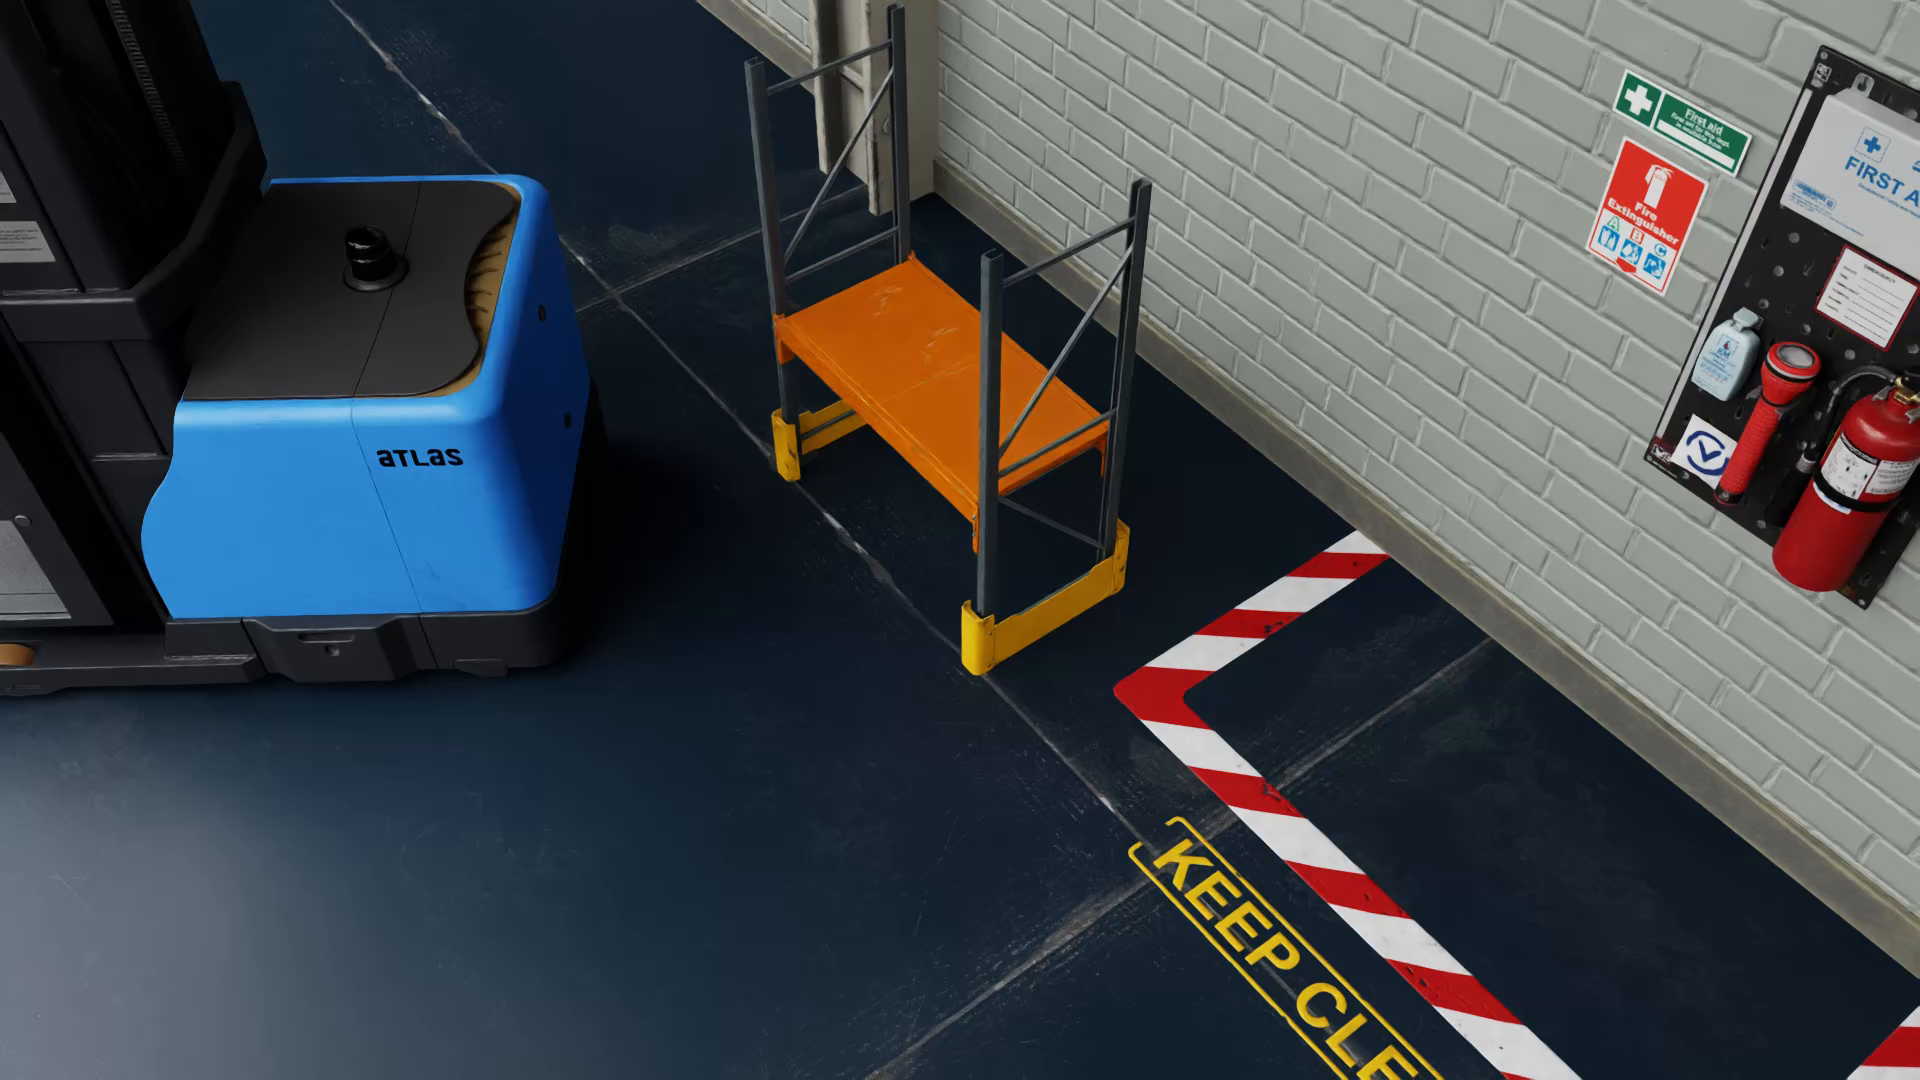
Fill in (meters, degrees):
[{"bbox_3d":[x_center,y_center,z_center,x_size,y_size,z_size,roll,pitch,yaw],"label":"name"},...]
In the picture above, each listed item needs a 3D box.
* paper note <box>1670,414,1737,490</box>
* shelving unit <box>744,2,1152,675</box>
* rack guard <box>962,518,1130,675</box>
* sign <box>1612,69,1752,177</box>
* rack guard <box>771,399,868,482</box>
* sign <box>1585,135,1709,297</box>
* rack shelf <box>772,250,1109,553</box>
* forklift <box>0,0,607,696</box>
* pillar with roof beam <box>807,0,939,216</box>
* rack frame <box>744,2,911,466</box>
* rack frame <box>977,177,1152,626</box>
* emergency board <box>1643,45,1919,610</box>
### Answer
[{"bbox_3d":[1.799,-0.209,4.009,0.016,0.148,0.142,-29,54,-24],"label":"paper note"},{"bbox_3d":[-0.046,-0.549,4.735,0.587,1.500,1.083,-29,54,-24],"label":"shelving unit"},{"bbox_3d":[0.255,0.165,4.932,0.587,0.250,0.087,-29,54,-24],"label":"rack guard"},{"bbox_3d":[1.594,-0.925,3.682,0.001,0.109,0.331,-29,54,-24],"label":"sign"},{"bbox_3d":[-0.348,-0.423,5.464,0.587,0.250,0.087,-29,54,-24],"label":"rack guard"},{"bbox_3d":[1.598,-0.753,3.884,0.001,0.329,0.234,-29,54,-24],"label":"sign"},{"bbox_3d":[-0.052,-0.433,4.873,0.538,0.185,1.000,-29,54,-24],"label":"rack shelf"},{"bbox_3d":[-2.661,-0.925,4.110,3.031,2.935,1.130,-1,48,-1],"label":"forklift"},{"bbox_3d":[-3.742,-2.517,1.458,9.100,9.000,0.400,-29,54,-24],"label":"pillar with roof beam"},{"bbox_3d":[-0.359,-0.854,5.012,0.500,1.500,0.032,-29,54,-24],"label":"rack frame"},{"bbox_3d":[0.256,-0.254,4.468,0.500,1.500,0.032,-29,54,-24],"label":"rack frame"},{"bbox_3d":[1.851,-0.369,3.560,0.194,1.169,0.643,-29,54,-24],"label":"emergency board"}]
